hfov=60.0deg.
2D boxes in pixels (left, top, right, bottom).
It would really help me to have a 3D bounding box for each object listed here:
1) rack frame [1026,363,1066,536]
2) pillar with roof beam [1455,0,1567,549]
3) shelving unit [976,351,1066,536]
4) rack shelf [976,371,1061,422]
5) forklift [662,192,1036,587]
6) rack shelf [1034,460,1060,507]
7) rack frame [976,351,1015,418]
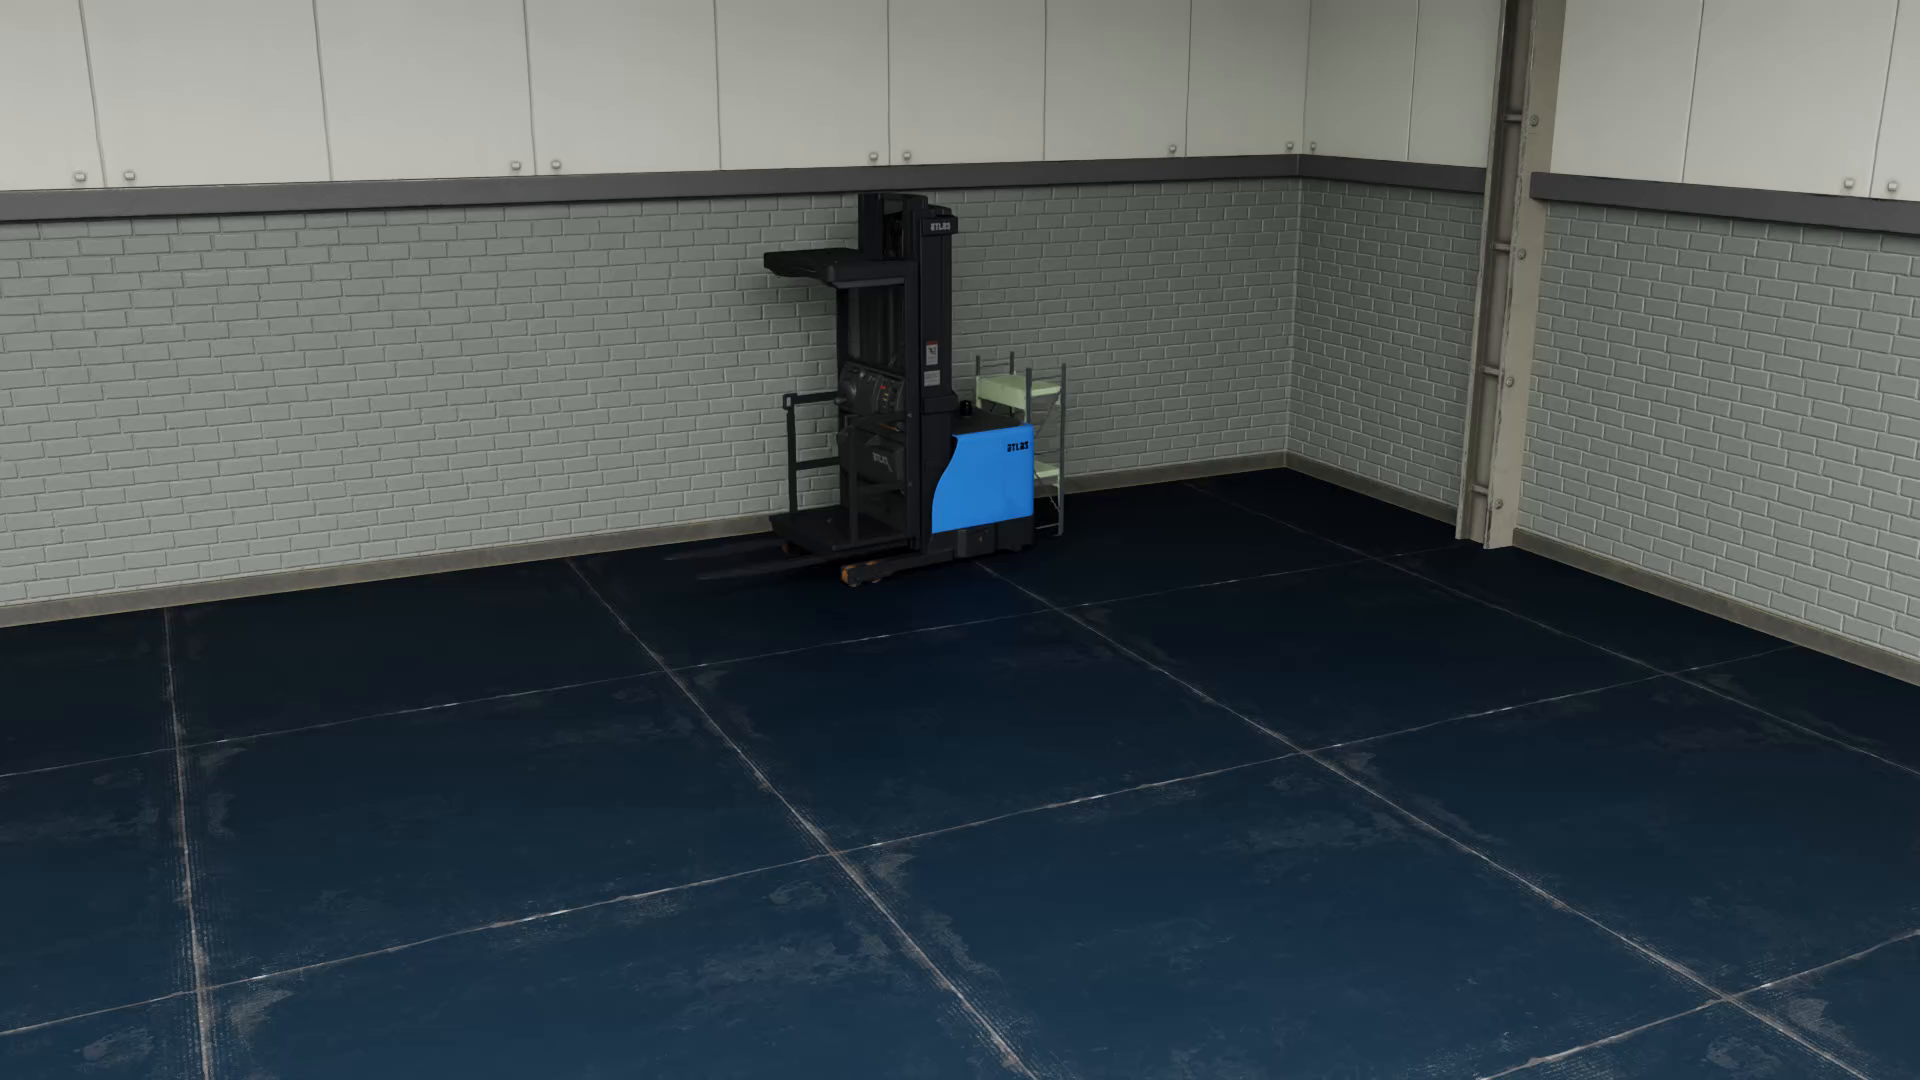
[{"bbox_3d":[0.722,-0.736,14.096,0.400,1.500,0.023,-11,19,-33],"label":"rack frame"},{"bbox_3d":[0.613,-3.794,11.158,9.100,9.000,0.400,-8,18,-25],"label":"pillar with roof beam"},{"bbox_3d":[0.514,-0.819,14.386,0.431,1.500,0.755,-11,19,-33],"label":"shelving unit"},{"bbox_3d":[0.515,-1.194,14.278,0.431,0.370,0.720,-11,19,-33],"label":"rack shelf"},{"bbox_3d":[-0.880,-1.210,13.155,3.031,2.935,1.130,-10,19,-32],"label":"forklift"},{"bbox_3d":[0.514,-0.506,14.476,0.431,0.370,0.720,-11,19,-33],"label":"rack shelf"},{"bbox_3d":[0.307,-0.902,14.676,0.400,1.500,0.023,-11,19,-33],"label":"rack frame"}]
